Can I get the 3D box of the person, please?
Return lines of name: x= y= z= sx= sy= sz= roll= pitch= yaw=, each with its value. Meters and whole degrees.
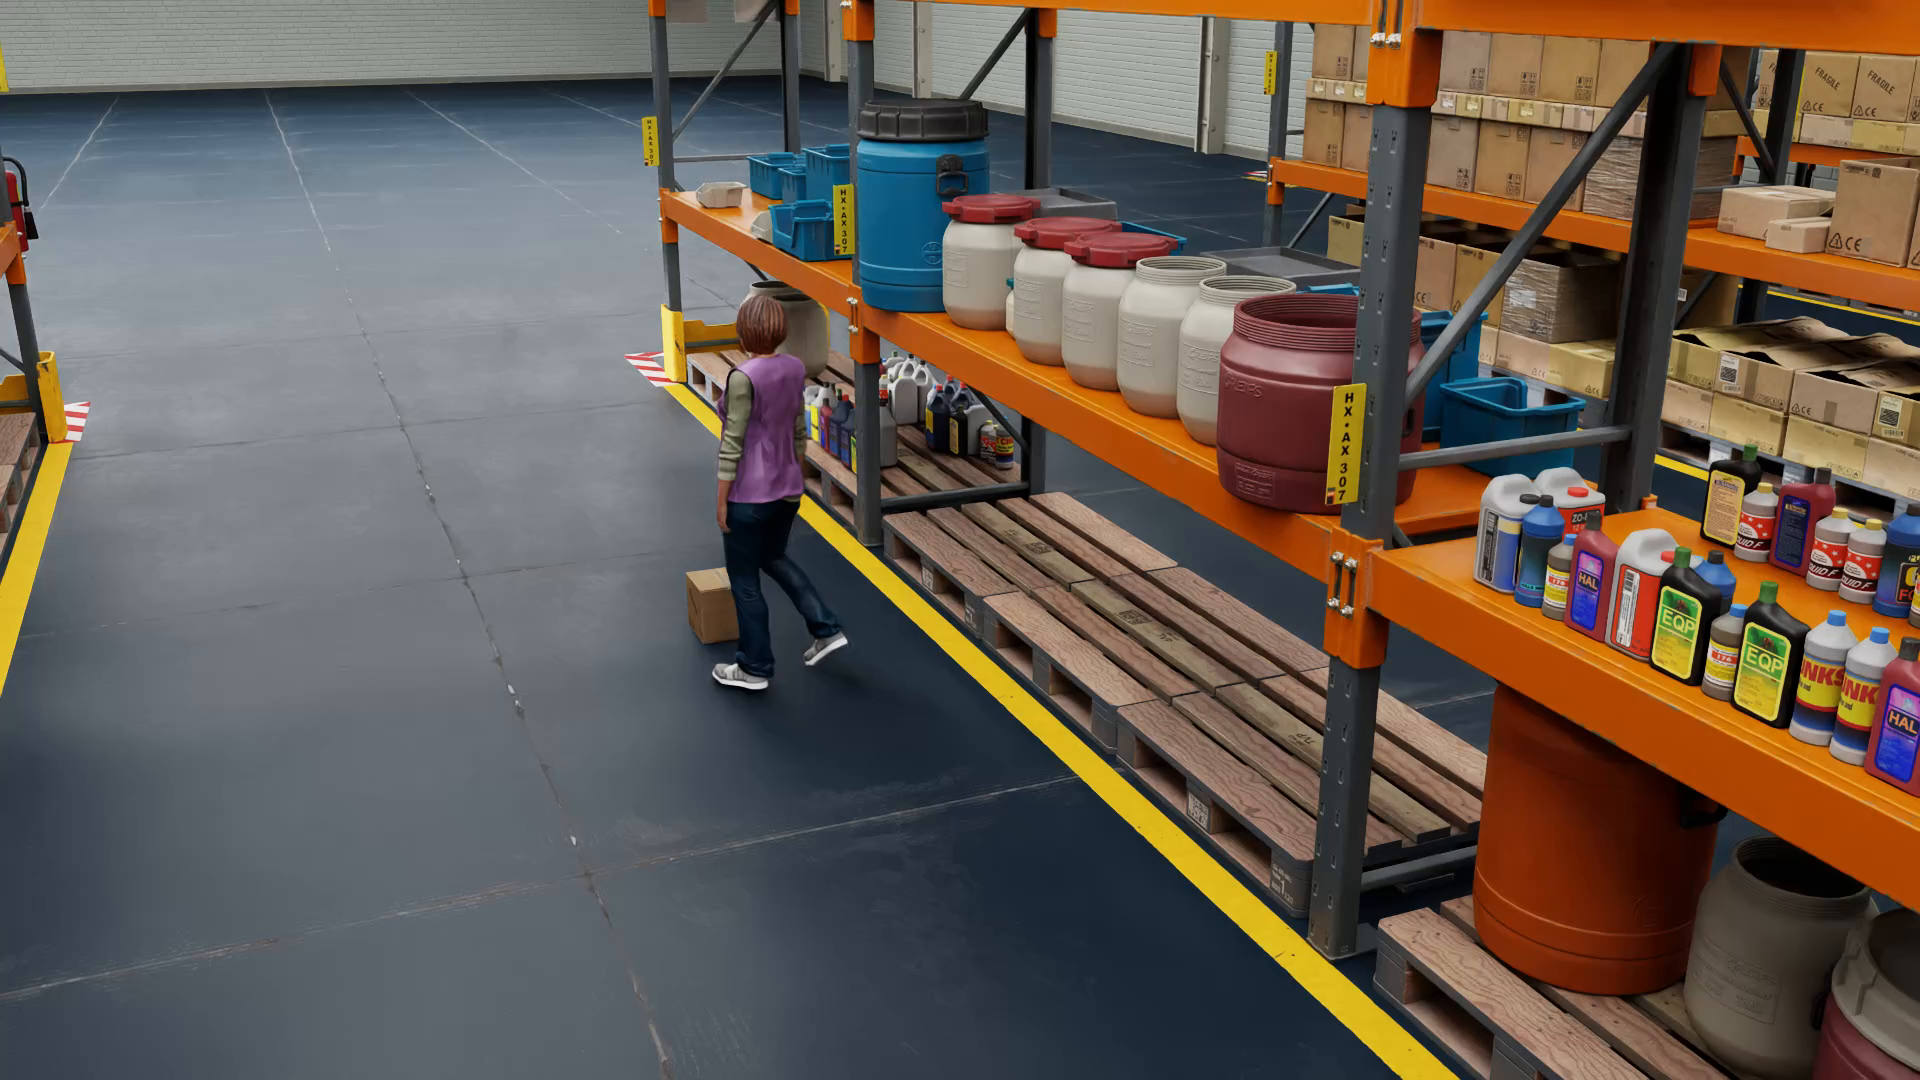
person: x=-0.751 y=-0.167 z=6.552 sx=0.504 sy=1.592 sz=0.431 roll=12 pitch=23 yaw=31
